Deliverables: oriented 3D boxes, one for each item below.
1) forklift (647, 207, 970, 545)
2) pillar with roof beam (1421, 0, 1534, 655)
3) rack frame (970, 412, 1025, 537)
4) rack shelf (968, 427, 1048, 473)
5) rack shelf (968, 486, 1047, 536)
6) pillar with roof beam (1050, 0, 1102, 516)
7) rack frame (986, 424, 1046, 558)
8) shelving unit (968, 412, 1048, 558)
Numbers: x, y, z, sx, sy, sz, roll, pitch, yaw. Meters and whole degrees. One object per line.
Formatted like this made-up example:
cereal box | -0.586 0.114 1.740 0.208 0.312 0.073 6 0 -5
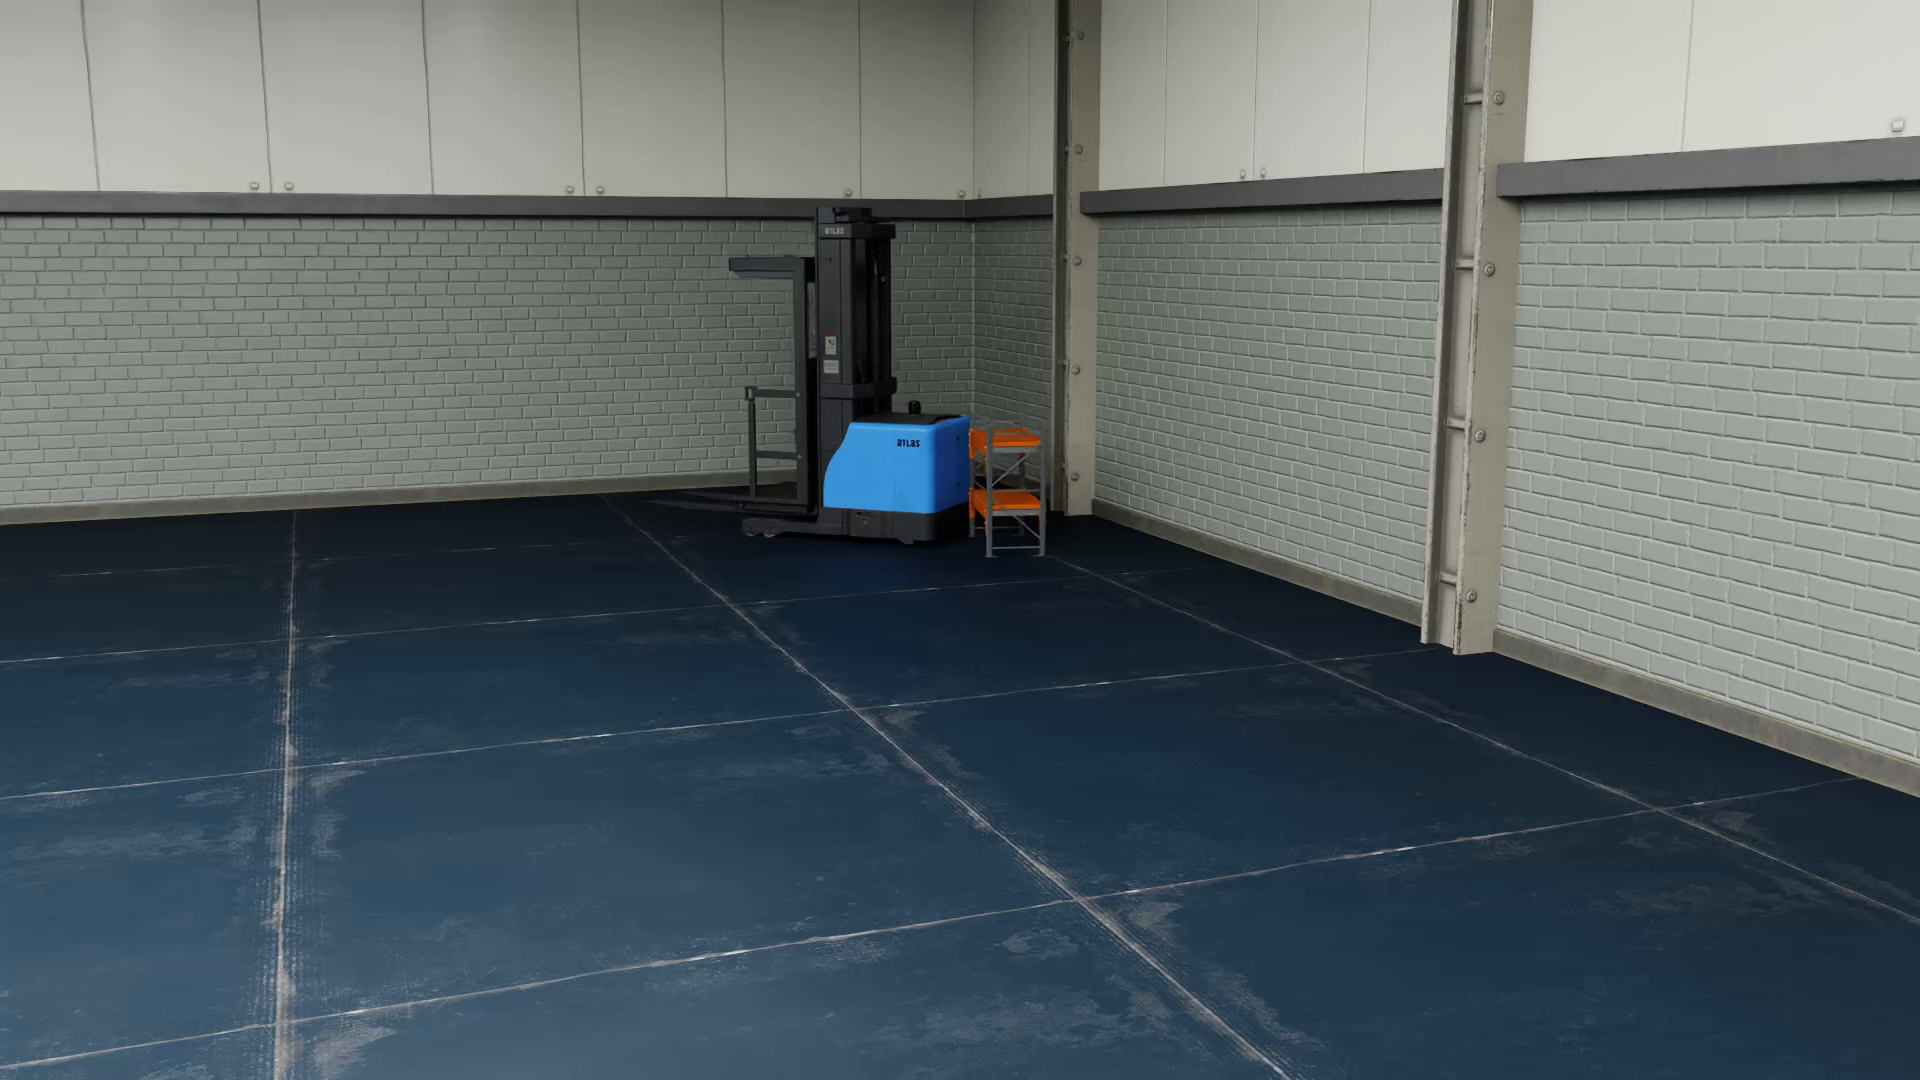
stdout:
forklift | -1.438 -1.544 15.231 3.031 2.935 1.130 4 11 22
pillar with roof beam | -0.726 -3.456 8.653 9.100 9.000 0.400 -4 11 -21
rack frame | 0.336 -0.589 15.018 0.500 1.125 0.032 -1 10 -8
rack shelf | 0.405 -0.789 14.470 0.538 0.278 1.000 -1 10 -8
rack shelf | 0.405 -0.260 14.564 0.538 0.278 1.000 -1 10 -8
pillar with roof beam | -2.900 -4.435 14.159 9.100 9.000 0.400 -4 11 -21
rack frame | 0.474 -0.412 14.026 0.500 1.125 0.032 -1 10 -8
shelving unit | 0.405 -0.500 14.522 0.538 1.125 1.048 -1 10 -8
